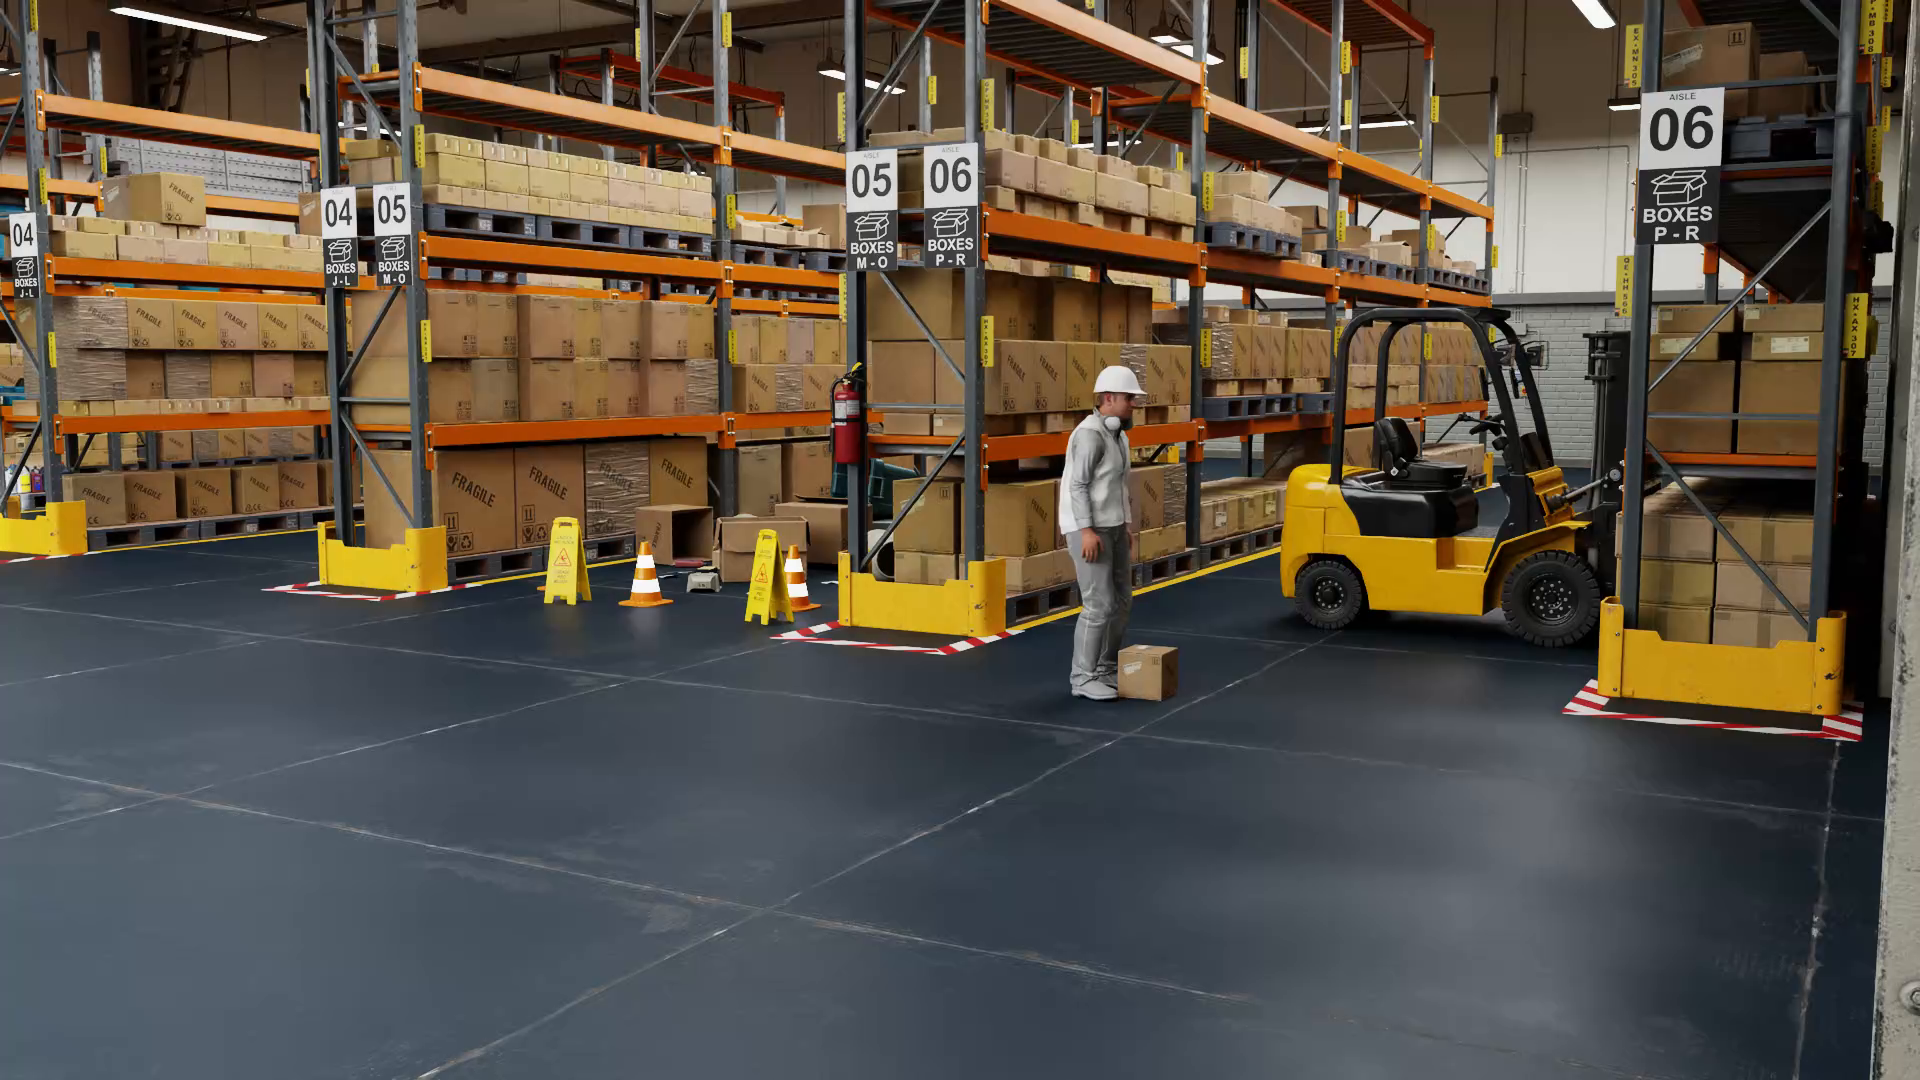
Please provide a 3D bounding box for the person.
[{"bbox_3d":[0.777,-0.053,9.017,0.463,1.770,0.578,3,7,28],"label":"person"}]
